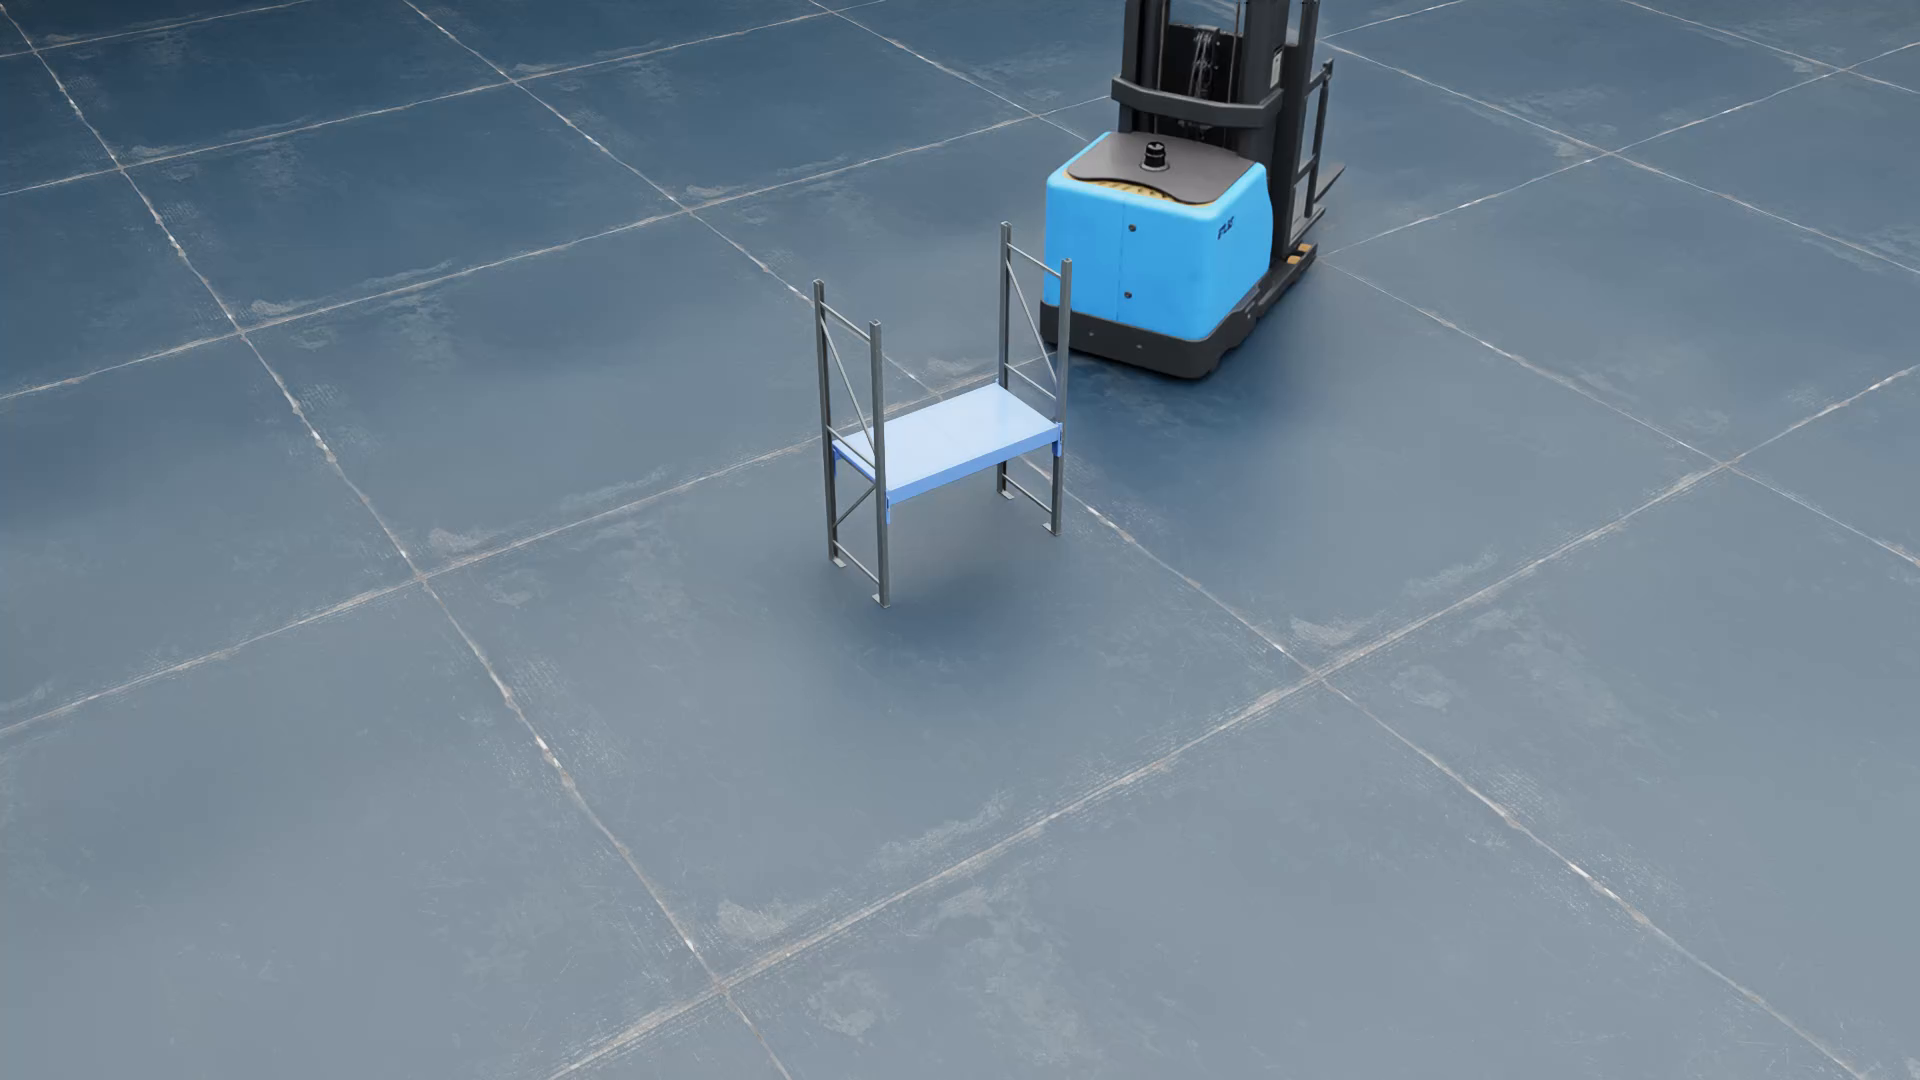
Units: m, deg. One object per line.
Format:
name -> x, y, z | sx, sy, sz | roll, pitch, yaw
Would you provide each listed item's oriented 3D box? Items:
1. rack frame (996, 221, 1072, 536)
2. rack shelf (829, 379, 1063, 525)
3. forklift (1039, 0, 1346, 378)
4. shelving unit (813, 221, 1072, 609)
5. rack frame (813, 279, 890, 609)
rack frame -> 0.346, -0.751, 8.010 | 0.032, 1.500, 0.500 | -22, 41, -28
rack shelf -> -0.070, -0.434, 7.877 | 1.000, 0.185, 0.538 | -22, 41, -28
forklift -> 1.630, -2.941, 9.829 | 1.130, 2.935, 3.031 | 18, 40, 24
shelving unit -> -0.070, -0.580, 7.772 | 1.048, 1.500, 0.538 | -22, 41, -28
rack frame -> -0.485, -0.409, 7.534 | 0.032, 1.500, 0.500 | -22, 41, -28
